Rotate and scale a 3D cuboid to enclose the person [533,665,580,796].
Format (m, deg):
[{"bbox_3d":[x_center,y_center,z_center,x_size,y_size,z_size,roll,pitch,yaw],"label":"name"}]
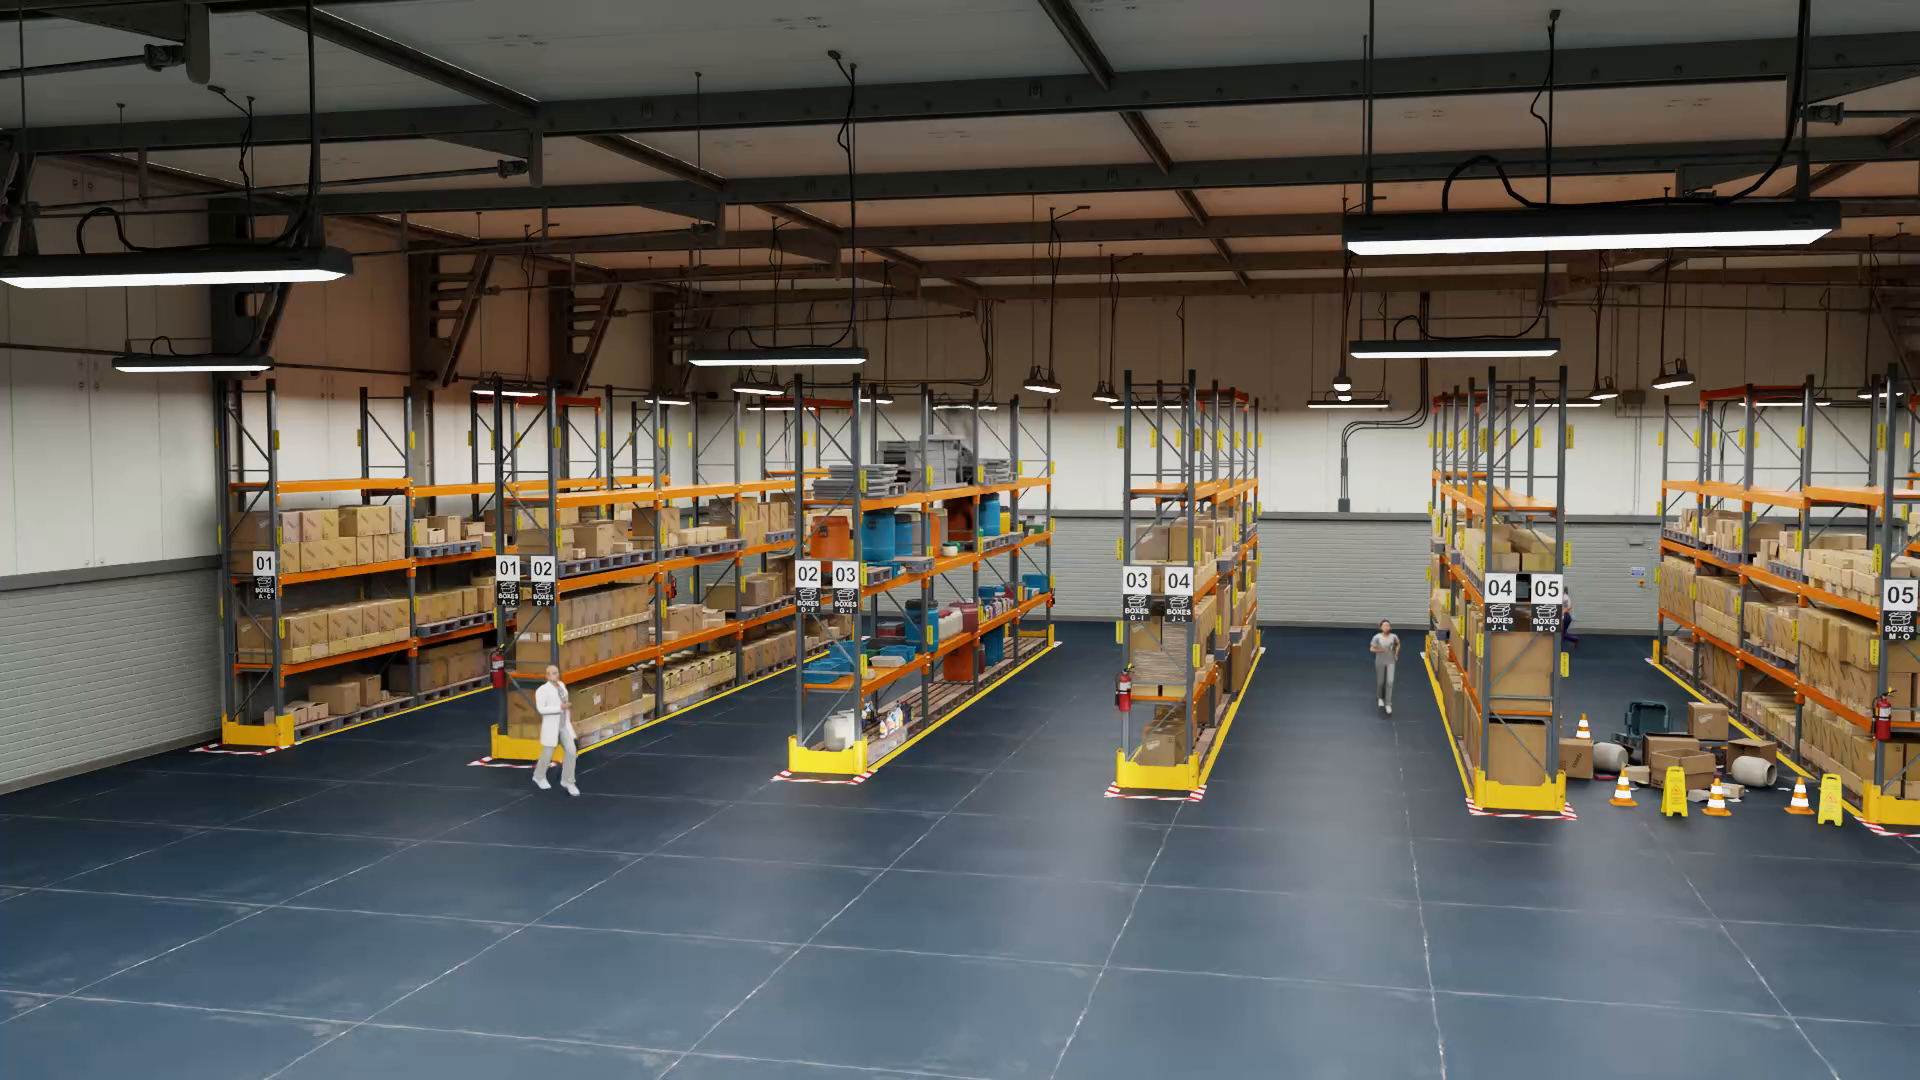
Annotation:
[{"bbox_3d":[-5.764,2.696,23.589,0.844,1.826,0.675,3,4,39],"label":"person"}]

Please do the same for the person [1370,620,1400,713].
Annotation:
[{"bbox_3d":[7.837,2.295,30.641,0.570,1.664,0.908,1,3,8],"label":"person"}]

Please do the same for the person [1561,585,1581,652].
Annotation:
[{"bbox_3d":[14.177,1.876,38.908,0.726,1.638,0.612,1,4,15],"label":"person"}]
